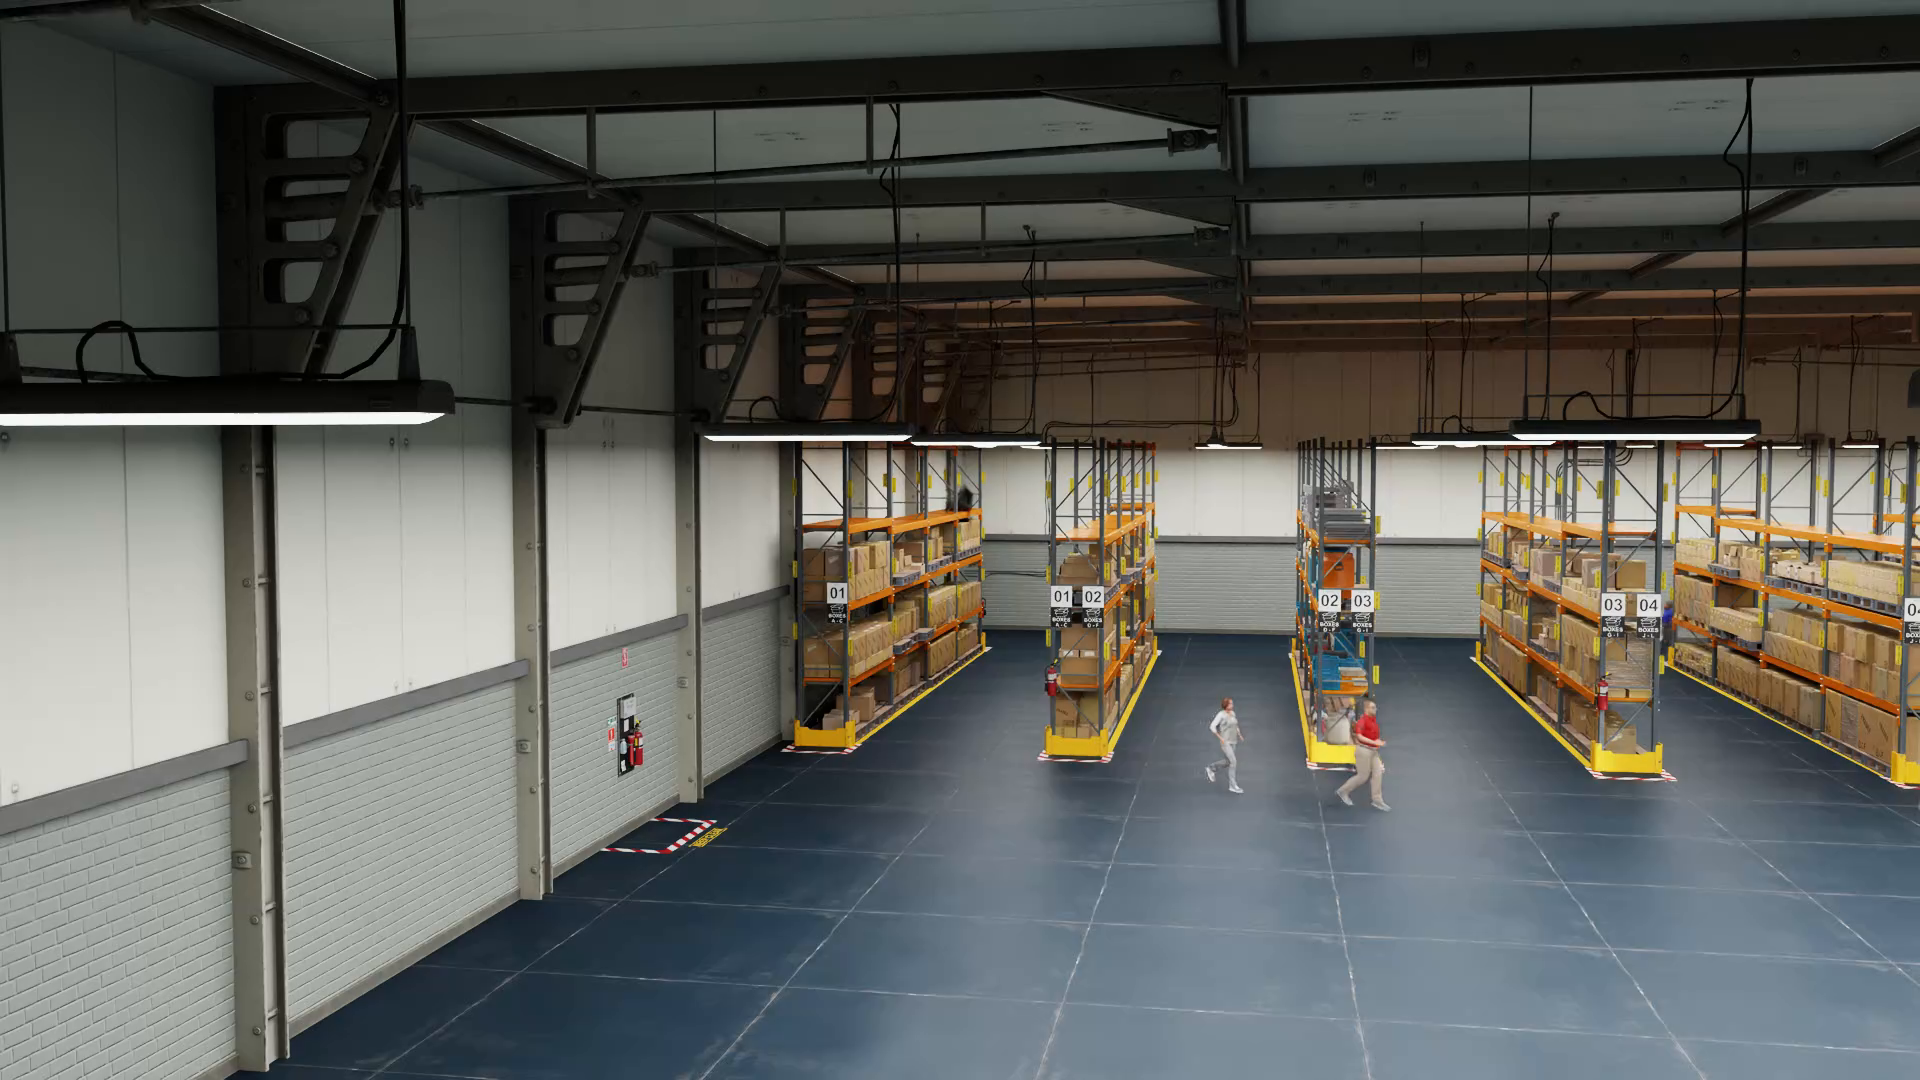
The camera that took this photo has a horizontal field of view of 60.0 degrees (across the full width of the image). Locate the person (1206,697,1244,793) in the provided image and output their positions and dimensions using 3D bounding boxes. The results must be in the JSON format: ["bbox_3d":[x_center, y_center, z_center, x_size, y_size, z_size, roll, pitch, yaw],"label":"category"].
[{"bbox_3d":[4.449,3.405,28.150,0.671,1.511,0.562,3,4,43],"label":"person"}]

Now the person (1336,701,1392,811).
[{"bbox_3d":[6.509,3.449,26.707,0.867,1.755,0.686,2,4,34],"label":"person"}]

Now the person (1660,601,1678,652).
[{"bbox_3d":[19.510,2.492,45.801,0.867,1.633,0.608,0,3,0],"label":"person"}]

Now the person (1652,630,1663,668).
[{"bbox_3d":[17.214,2.698,41.489,0.606,1.718,0.690,1,3,16],"label":"person"}]
